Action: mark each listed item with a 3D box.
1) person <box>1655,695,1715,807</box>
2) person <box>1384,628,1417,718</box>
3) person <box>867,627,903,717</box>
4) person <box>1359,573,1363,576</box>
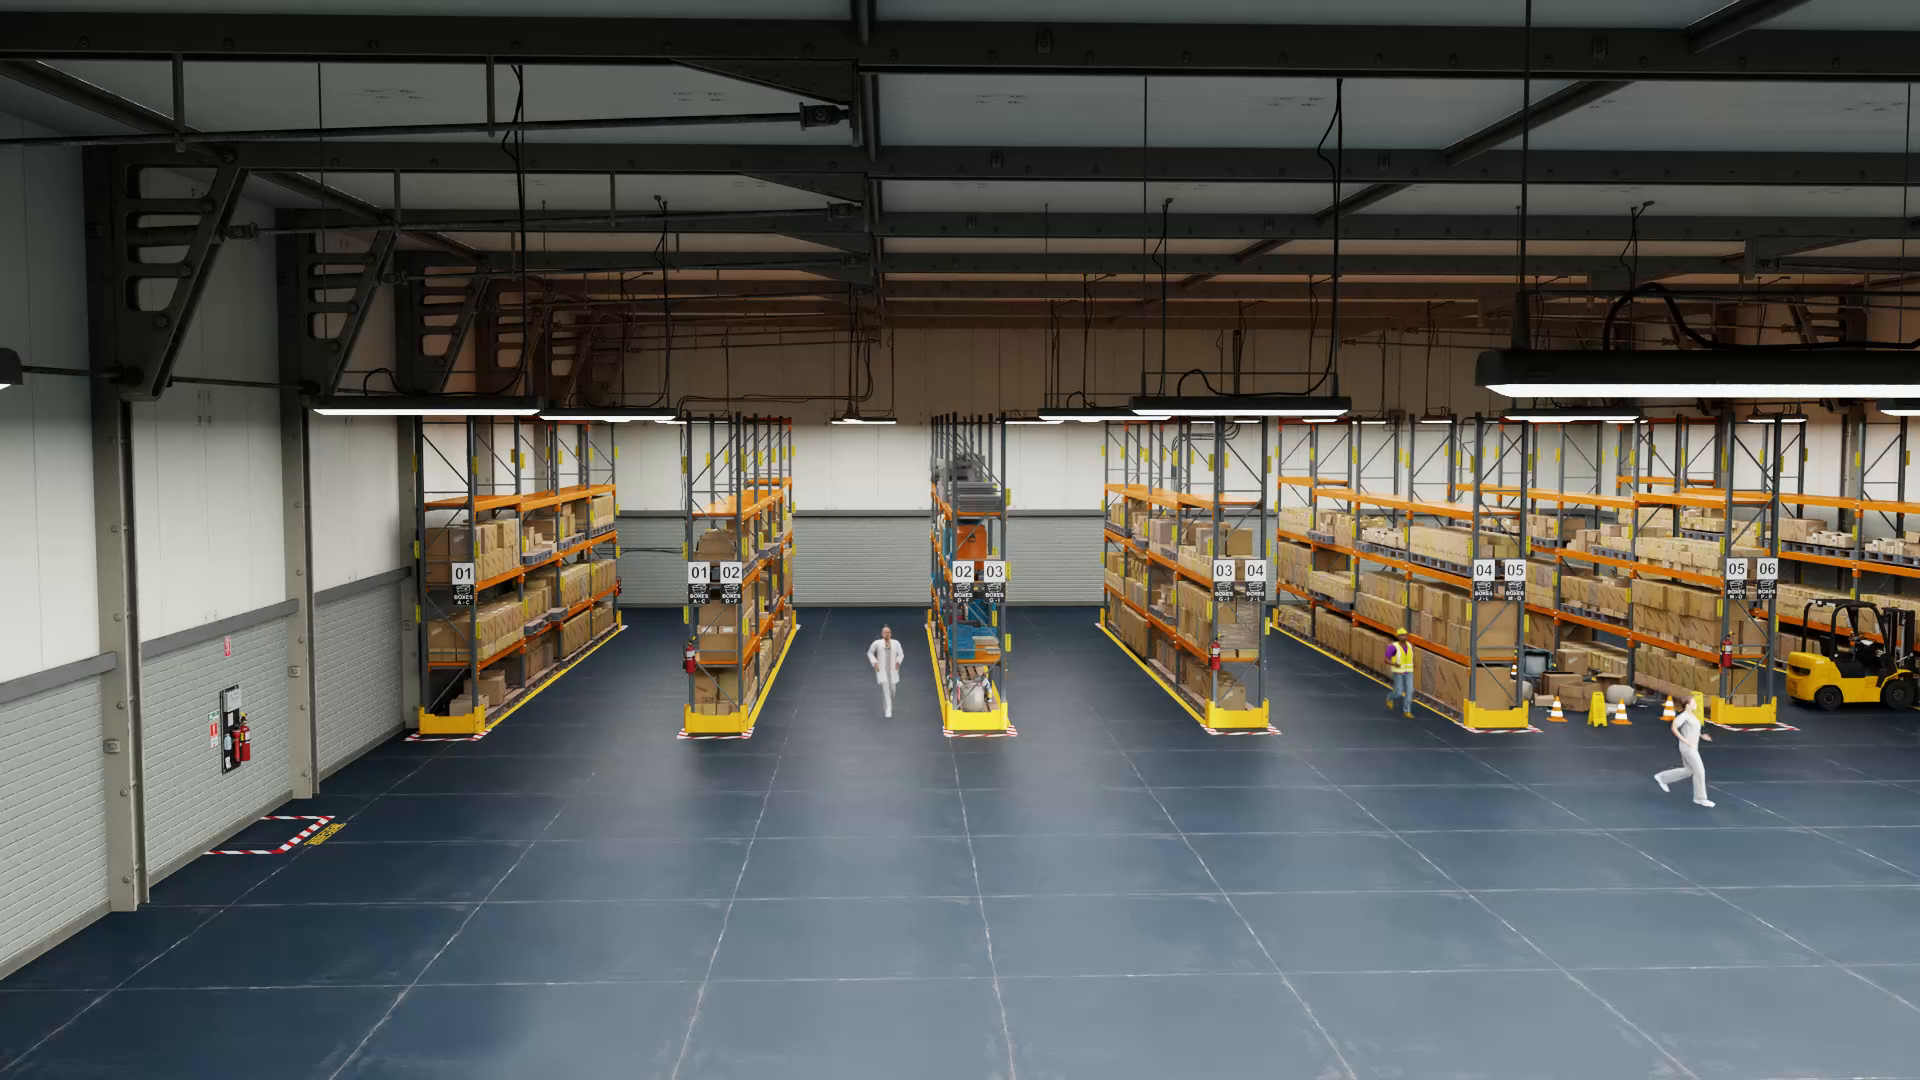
[{"bbox_3d":[11.032,3.182,25.287,0.879,1.669,0.567,3,5,34],"label":"person"},{"bbox_3d":[8.714,2.613,32.782,0.690,1.736,0.893,-1,4,-12],"label":"person"},{"bbox_3d":[-1.468,2.599,32.974,0.725,1.751,0.807,-1,4,-14],"label":"person"},{"bbox_3d":[11.102,1.758,46.066,0.580,1.694,0.855,0,4,-4],"label":"person"}]
